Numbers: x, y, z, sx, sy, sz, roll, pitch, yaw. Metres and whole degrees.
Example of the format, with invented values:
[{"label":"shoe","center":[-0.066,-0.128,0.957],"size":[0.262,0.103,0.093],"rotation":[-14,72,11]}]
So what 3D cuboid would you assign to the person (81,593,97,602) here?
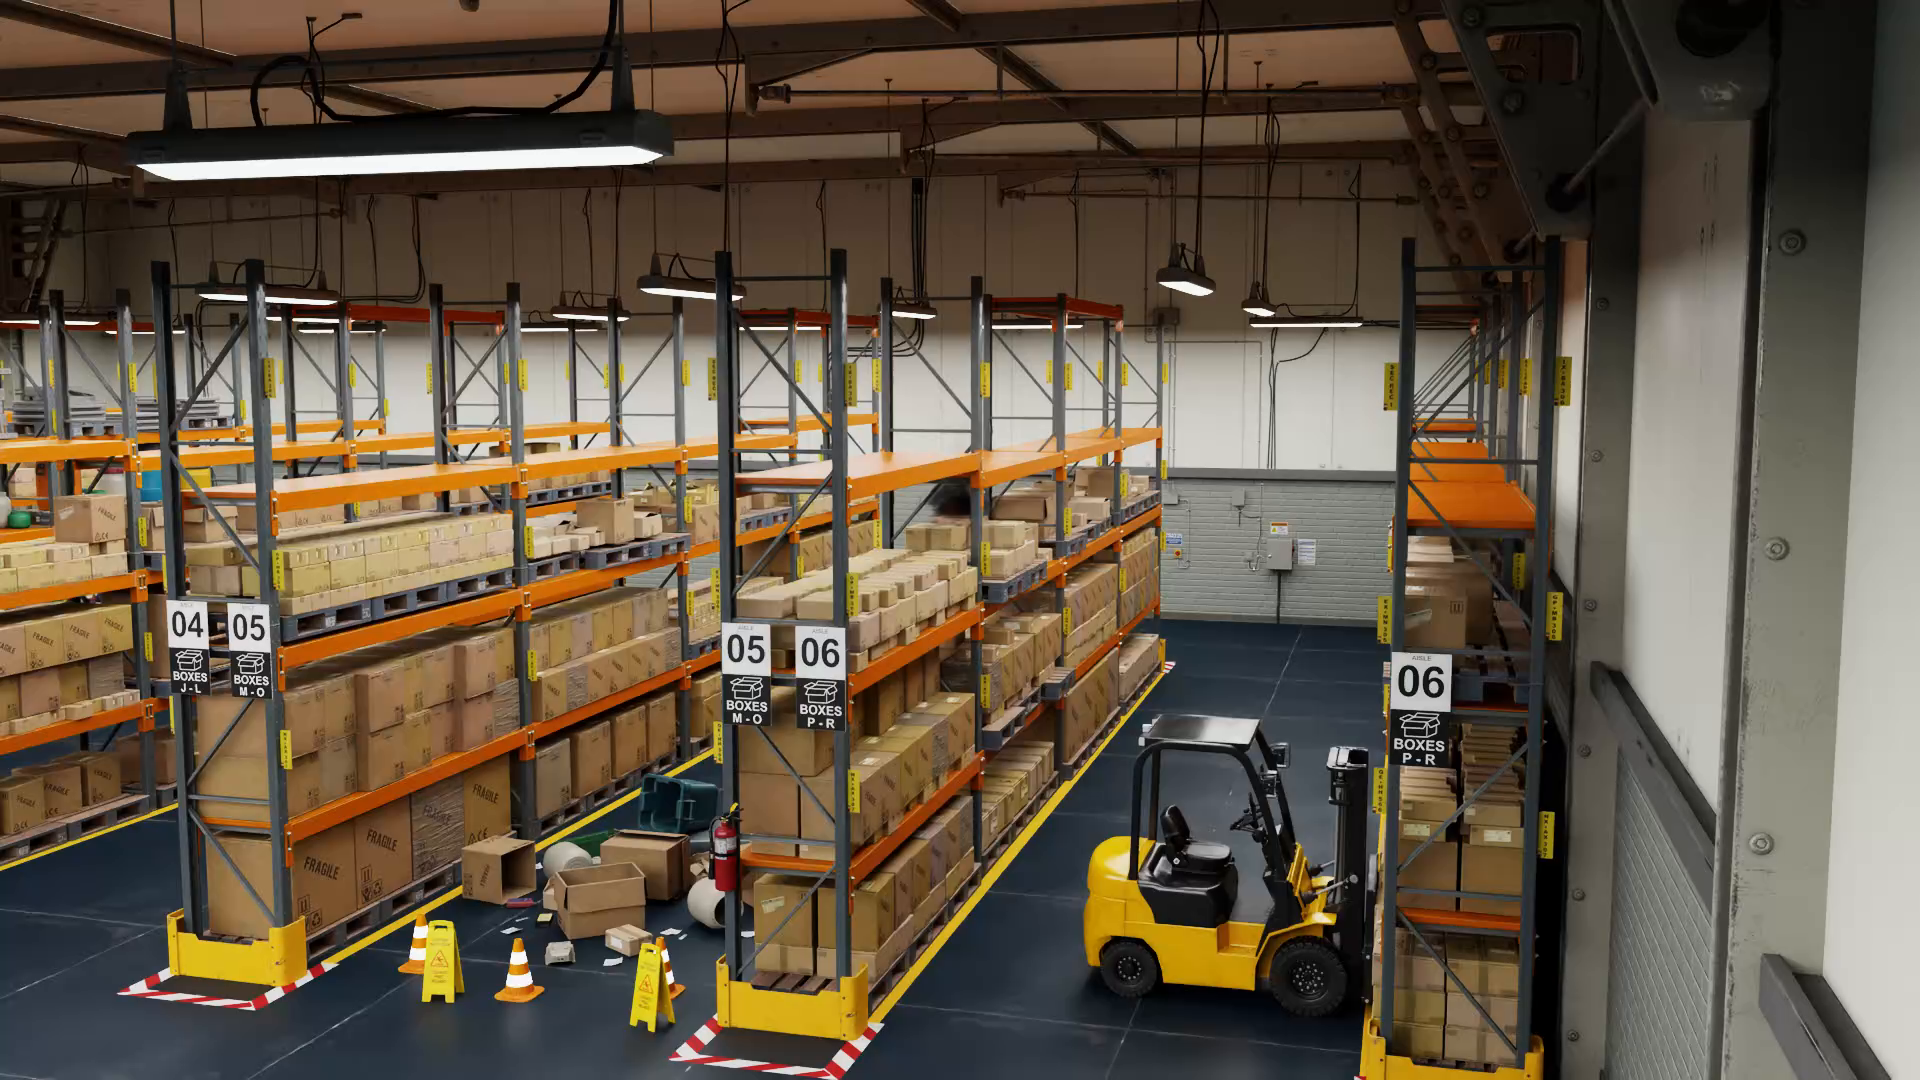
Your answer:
[{"label":"person","center":[-15.208,1.246,28.780],"size":[0.673,1.800,0.773],"rotation":[0,6,2]}]
